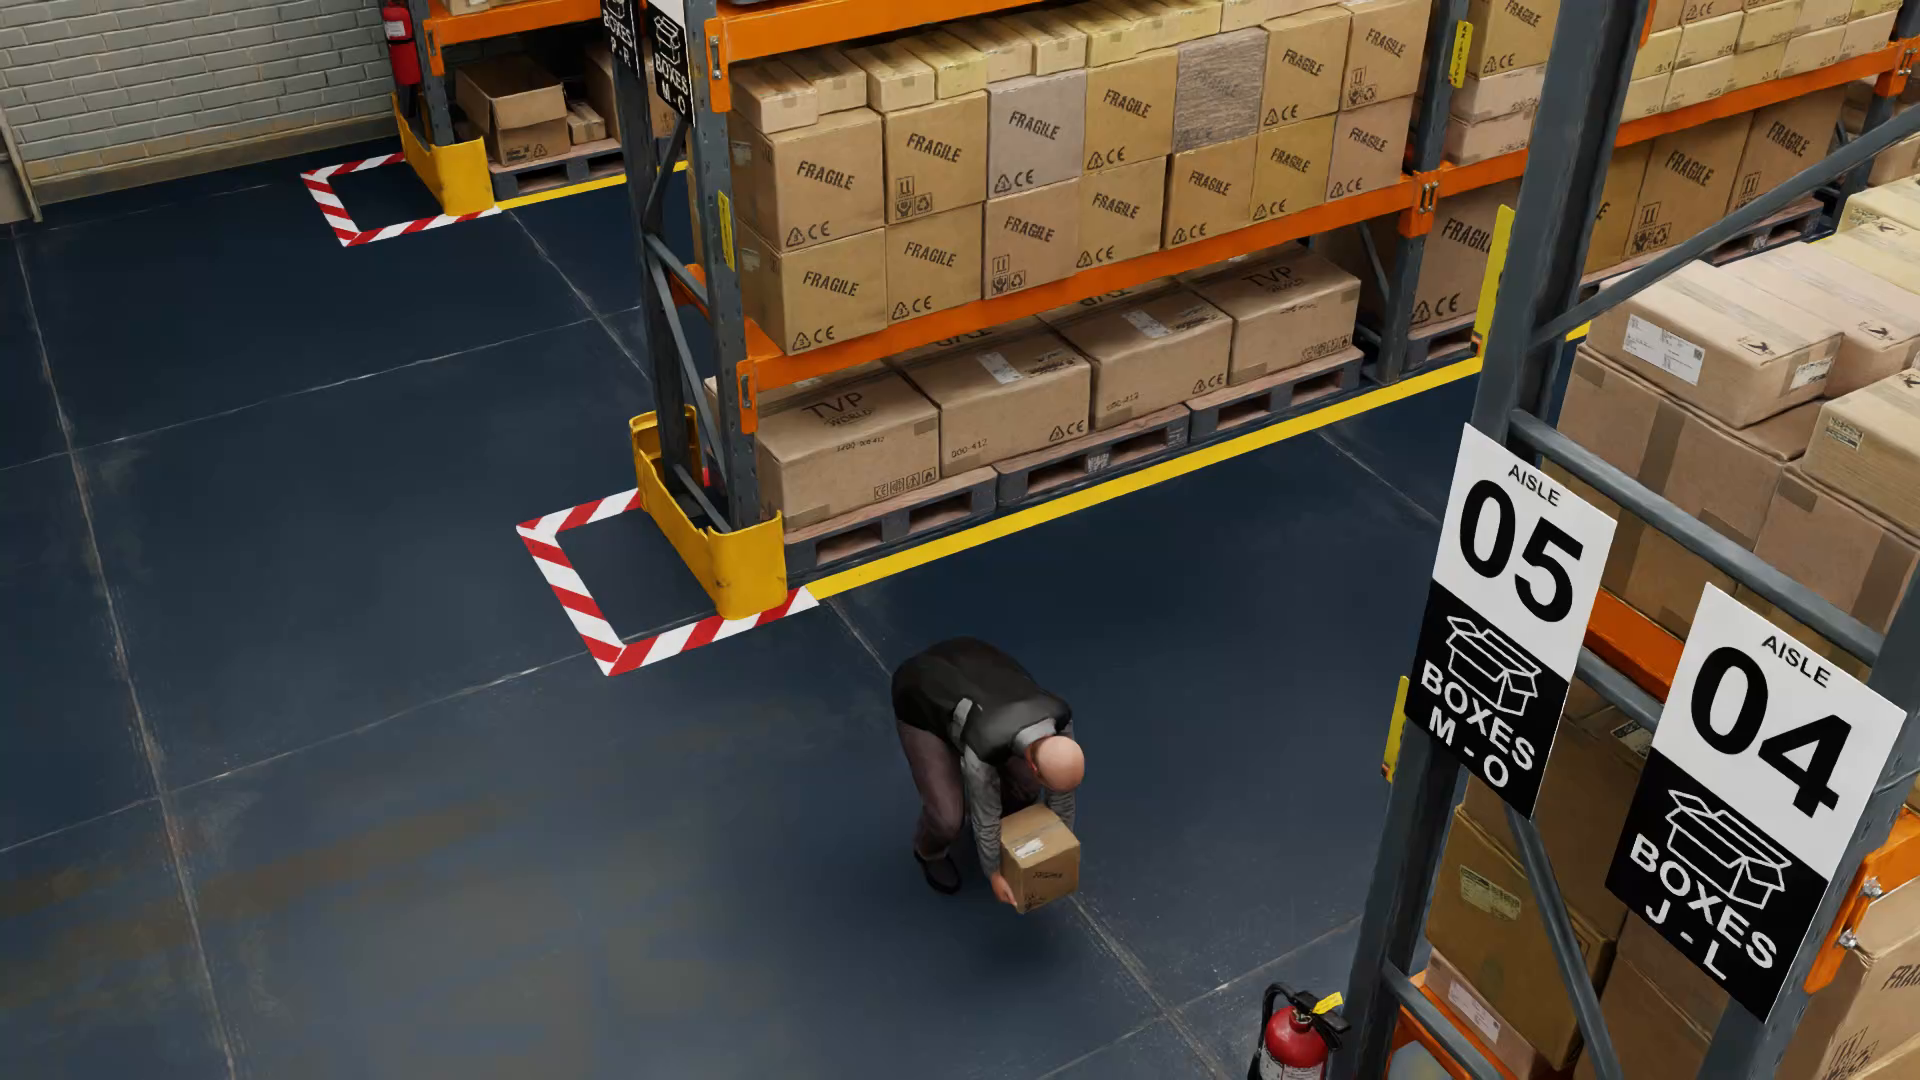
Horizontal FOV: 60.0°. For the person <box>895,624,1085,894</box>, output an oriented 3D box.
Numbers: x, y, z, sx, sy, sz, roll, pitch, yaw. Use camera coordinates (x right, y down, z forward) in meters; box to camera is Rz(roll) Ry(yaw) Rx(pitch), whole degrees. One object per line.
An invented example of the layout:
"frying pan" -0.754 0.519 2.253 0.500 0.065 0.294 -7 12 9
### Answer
"person" 0.130 0.878 6.192 0.482 1.216 0.925 -21 41 -25
